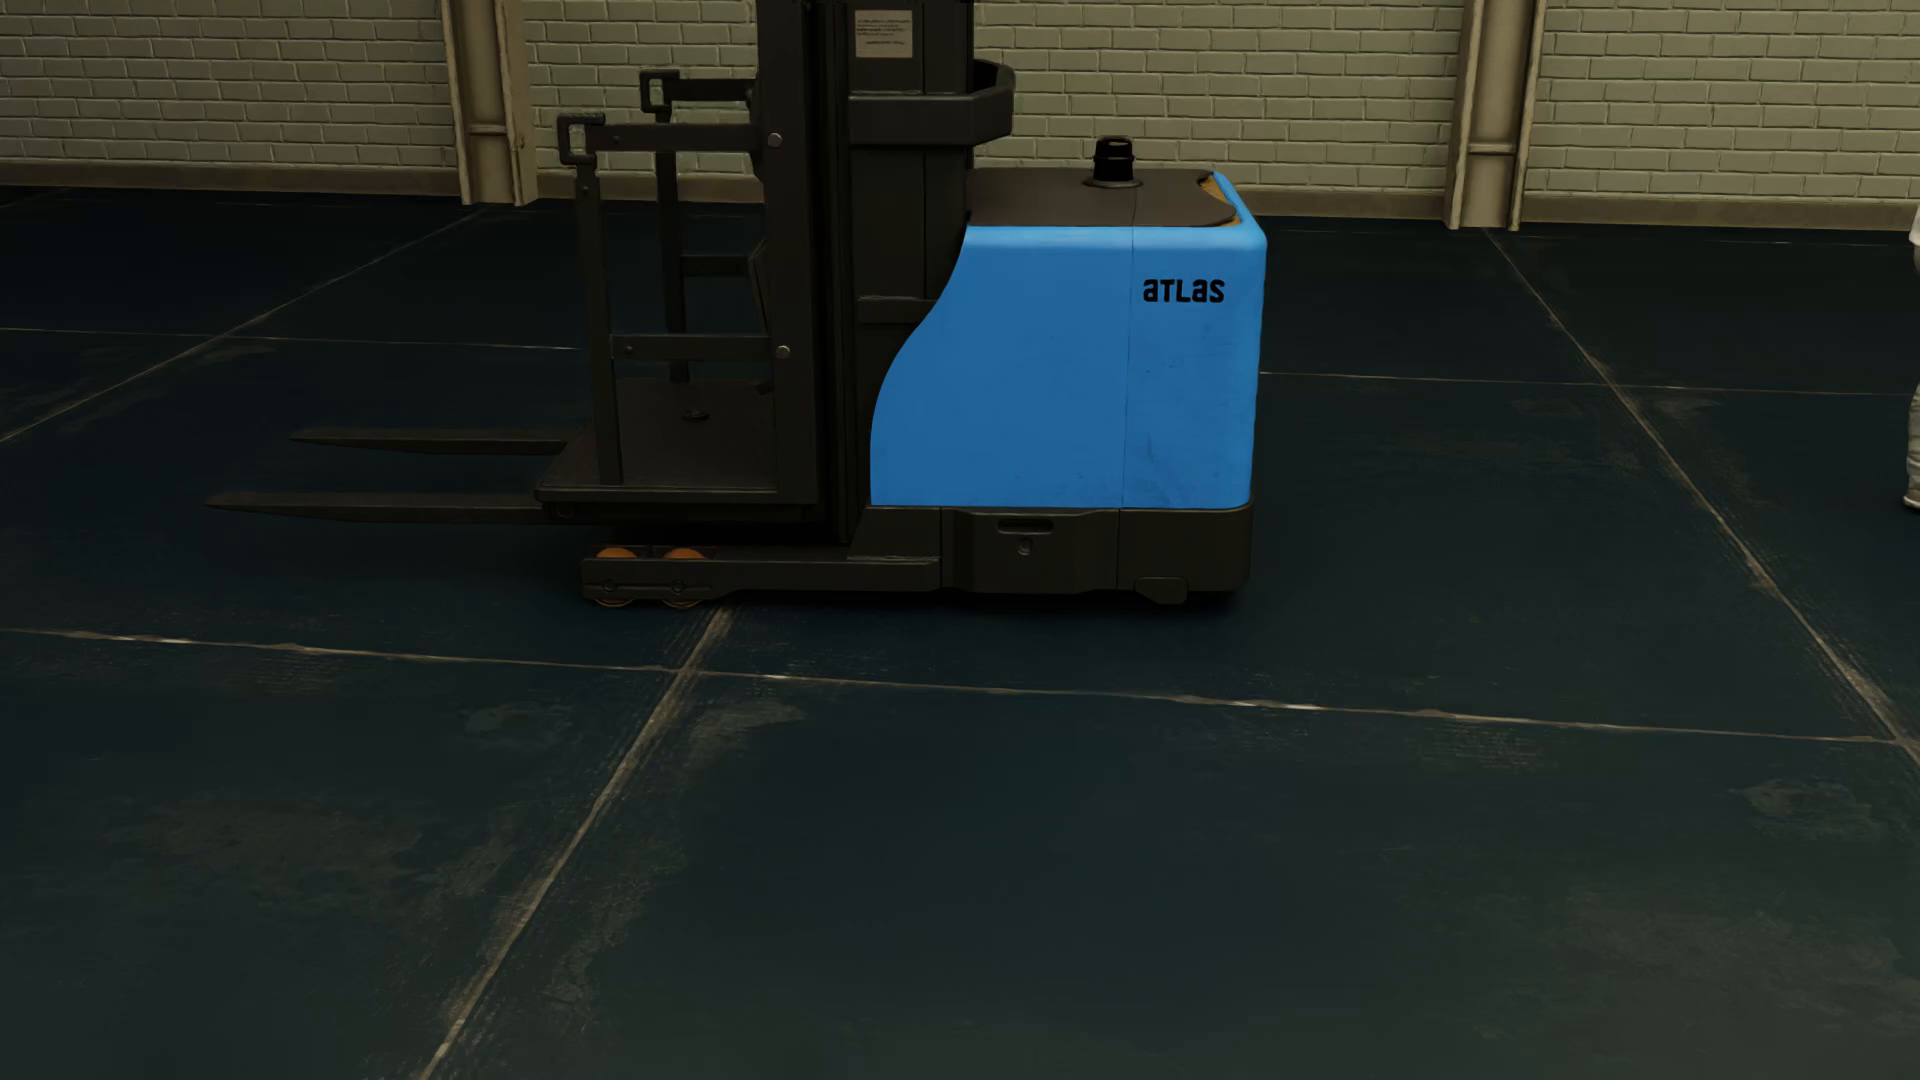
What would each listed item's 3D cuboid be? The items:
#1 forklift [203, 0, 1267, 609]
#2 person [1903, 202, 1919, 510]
[{"bbox_3d":[-0.681,-1.363,4.637,3.031,2.935,1.130,1,22,2],"label":"forklift"},{"bbox_3d":[3.215,-0.859,5.060,0.530,1.670,0.598,-1,22,-2],"label":"person"}]
